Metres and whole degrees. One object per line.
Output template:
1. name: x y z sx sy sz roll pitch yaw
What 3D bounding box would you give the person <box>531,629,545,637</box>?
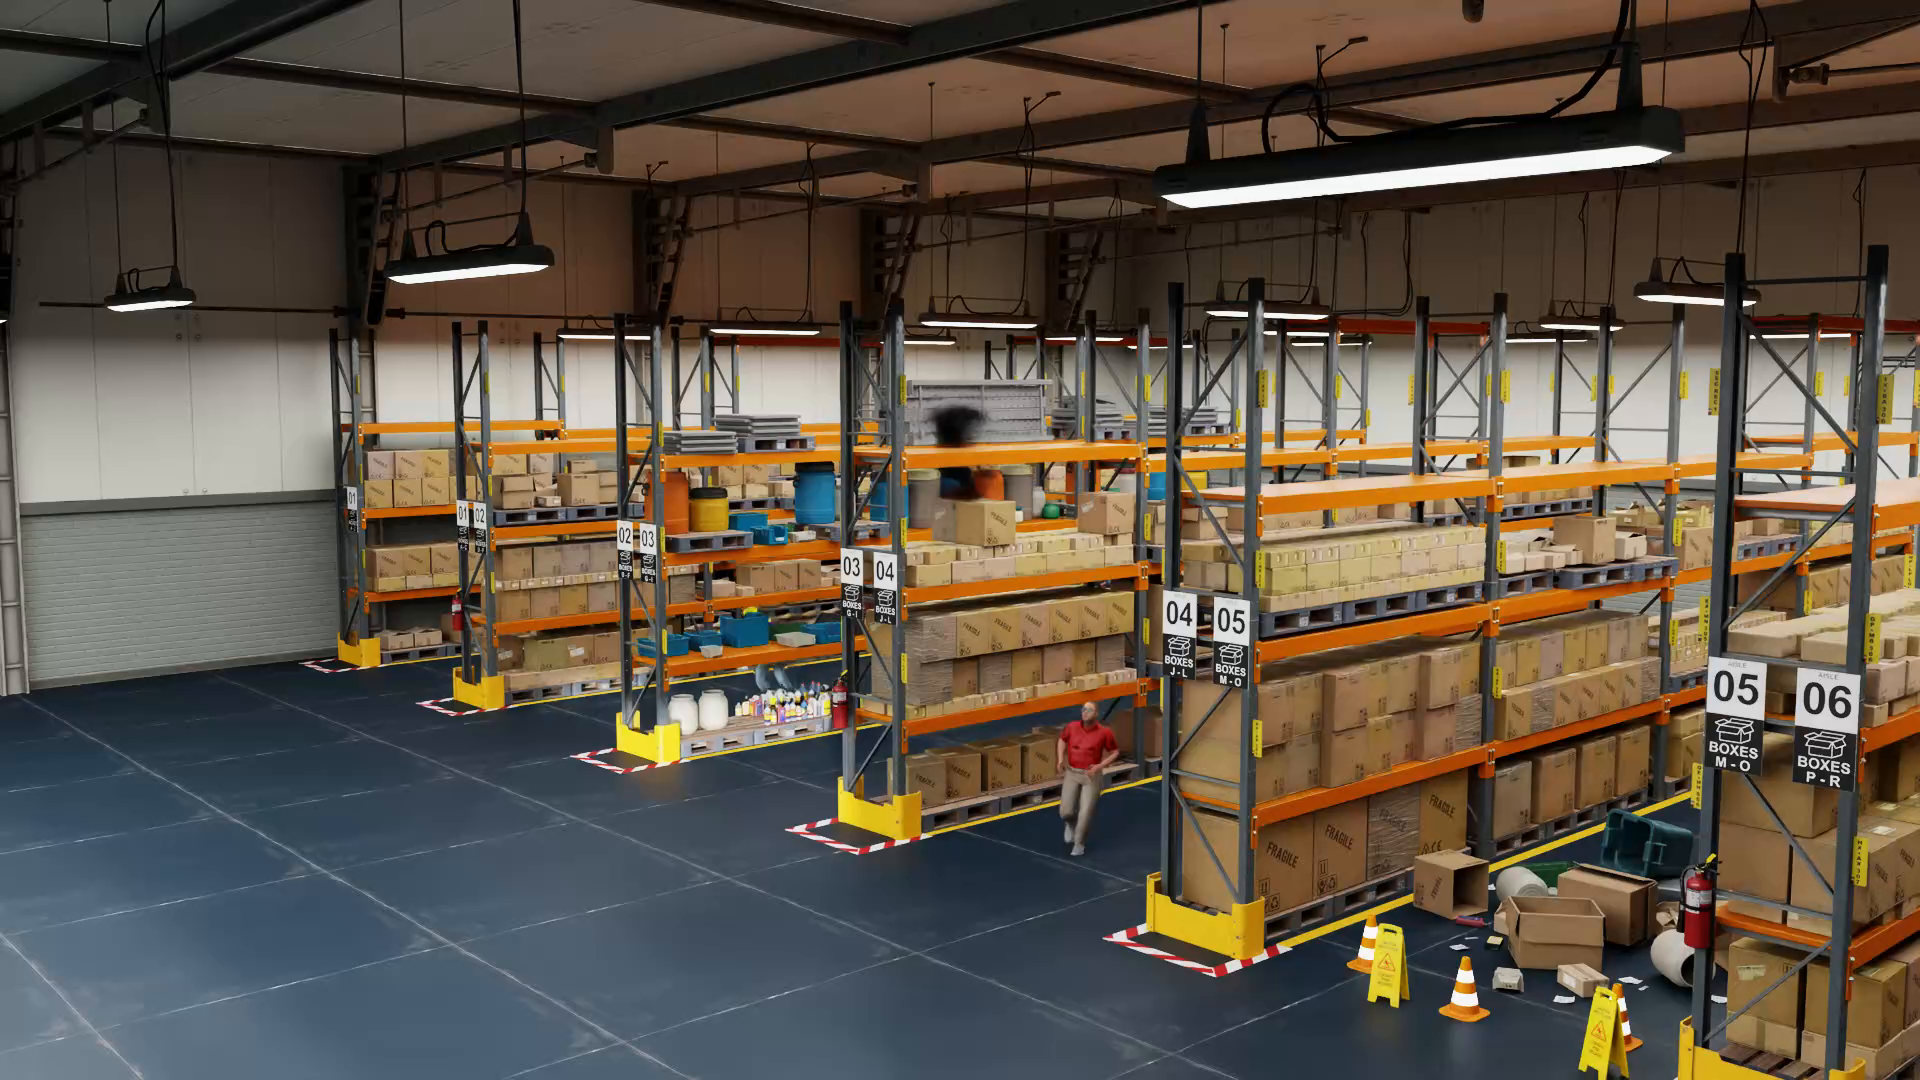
1. person: -7.538 1.345 29.828 0.612 1.846 0.875 4 7 36

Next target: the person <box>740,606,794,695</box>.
1. person: -2.966 1.813 25.837 0.715 1.620 0.915 3 7 31

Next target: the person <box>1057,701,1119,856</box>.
1. person: 1.367 2.561 17.962 0.693 1.678 0.547 2 6 17
